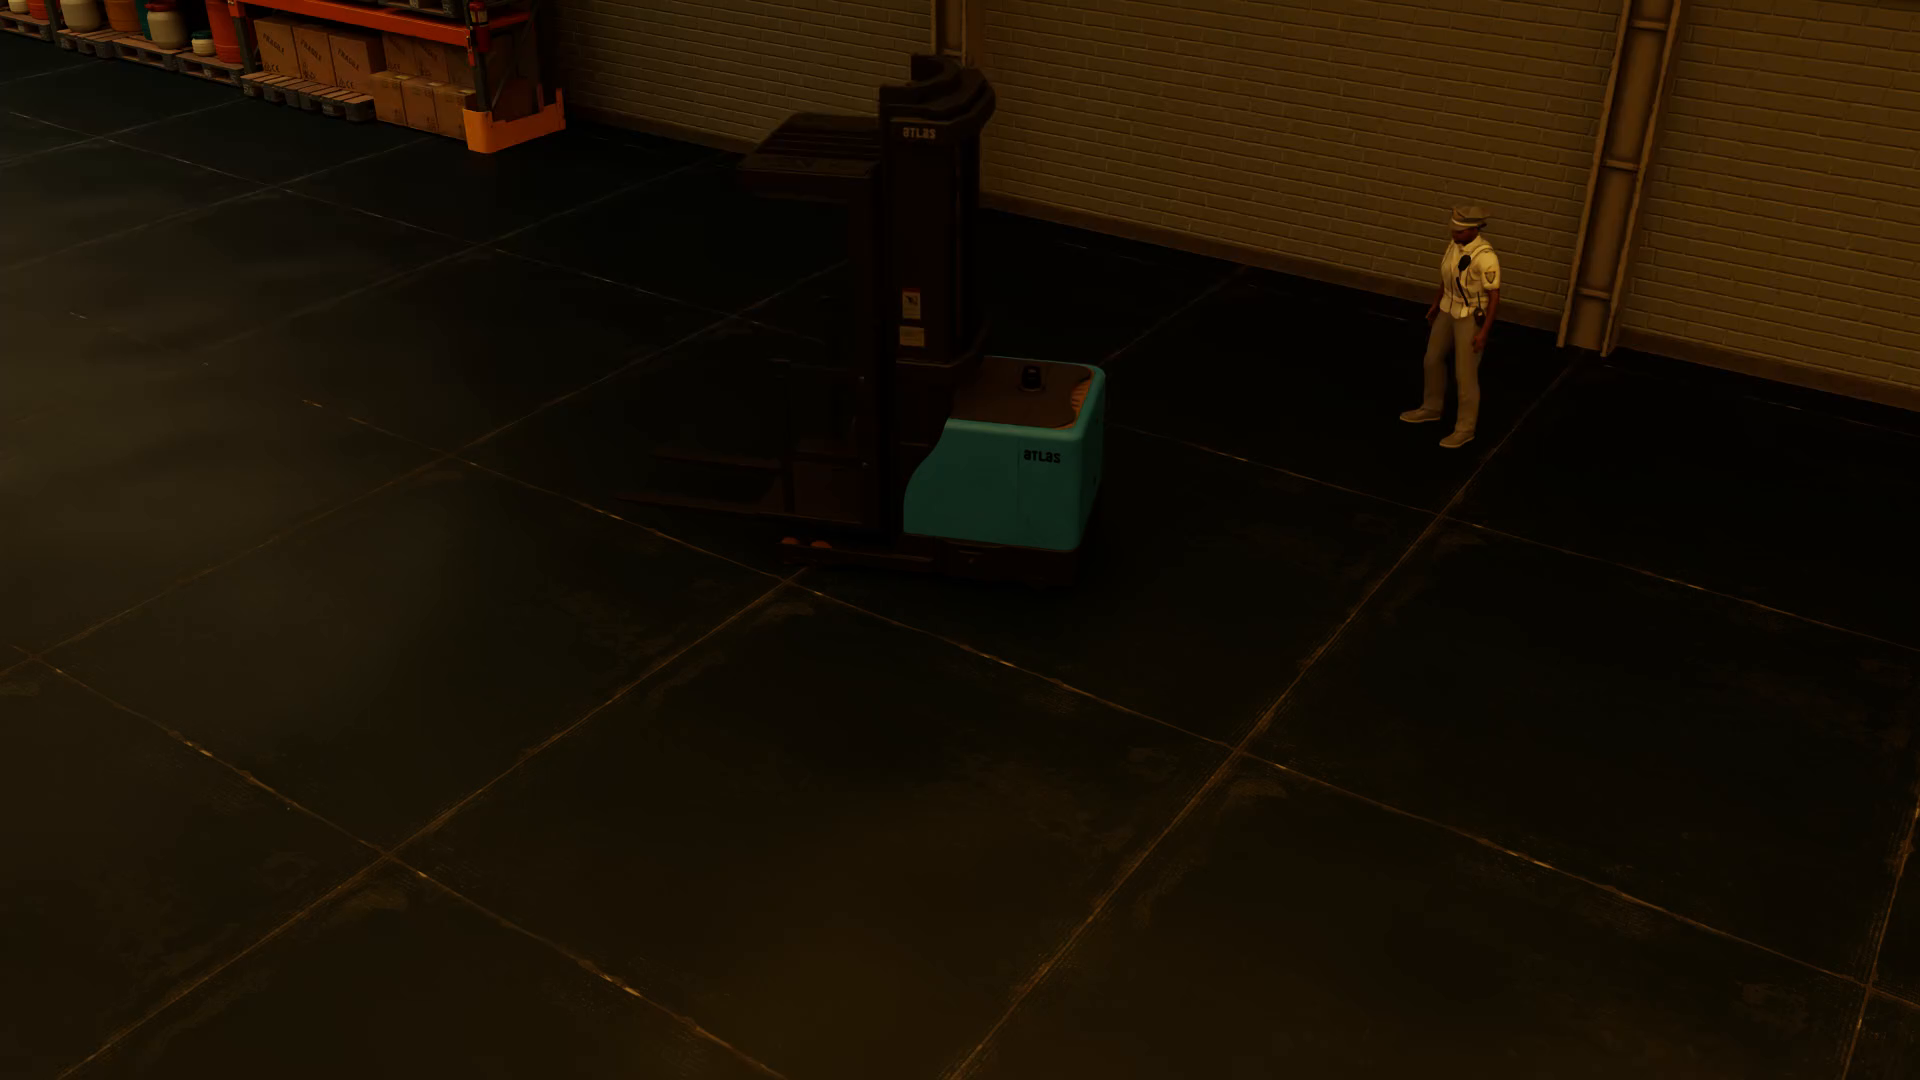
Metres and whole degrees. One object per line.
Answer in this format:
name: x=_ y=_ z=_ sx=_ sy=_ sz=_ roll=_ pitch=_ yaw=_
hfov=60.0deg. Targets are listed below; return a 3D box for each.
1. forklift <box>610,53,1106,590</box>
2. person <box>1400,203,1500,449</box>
forklift: x=-0.666 y=-1.344 z=9.895 sx=3.031 sy=2.935 sz=1.130 roll=7 pitch=31 yaw=11
person: x=3.443 y=-1.507 z=11.450 sx=0.407 sy=1.661 sz=0.594 roll=-11 pitch=32 yaw=-18
